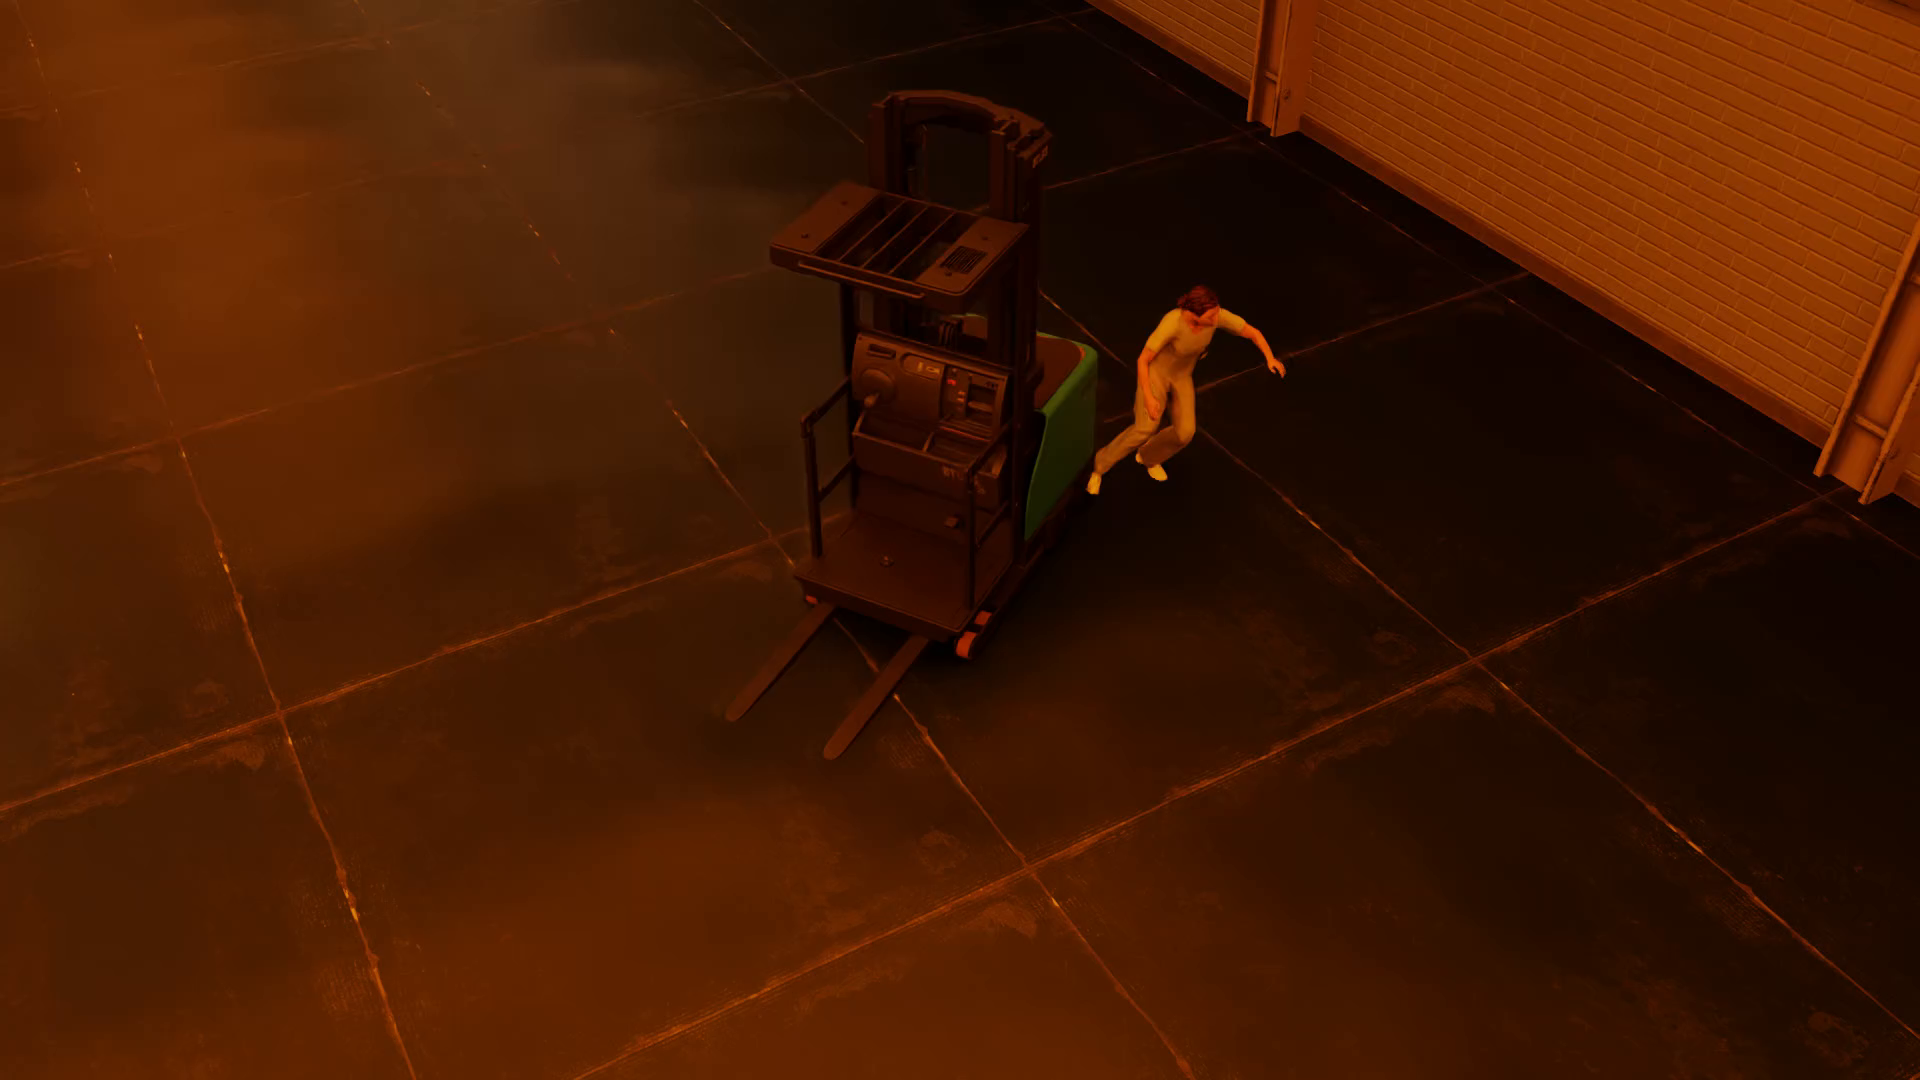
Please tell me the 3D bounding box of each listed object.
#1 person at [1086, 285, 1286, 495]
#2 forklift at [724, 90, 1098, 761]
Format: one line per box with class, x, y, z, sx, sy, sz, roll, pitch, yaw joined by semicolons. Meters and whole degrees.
person;1.326;-0.893;10.309;1.123;1.433;0.824;-17;43;-19
forklift;-0.267;-0.772;8.967;1.130;2.935;3.031;18;43;21
